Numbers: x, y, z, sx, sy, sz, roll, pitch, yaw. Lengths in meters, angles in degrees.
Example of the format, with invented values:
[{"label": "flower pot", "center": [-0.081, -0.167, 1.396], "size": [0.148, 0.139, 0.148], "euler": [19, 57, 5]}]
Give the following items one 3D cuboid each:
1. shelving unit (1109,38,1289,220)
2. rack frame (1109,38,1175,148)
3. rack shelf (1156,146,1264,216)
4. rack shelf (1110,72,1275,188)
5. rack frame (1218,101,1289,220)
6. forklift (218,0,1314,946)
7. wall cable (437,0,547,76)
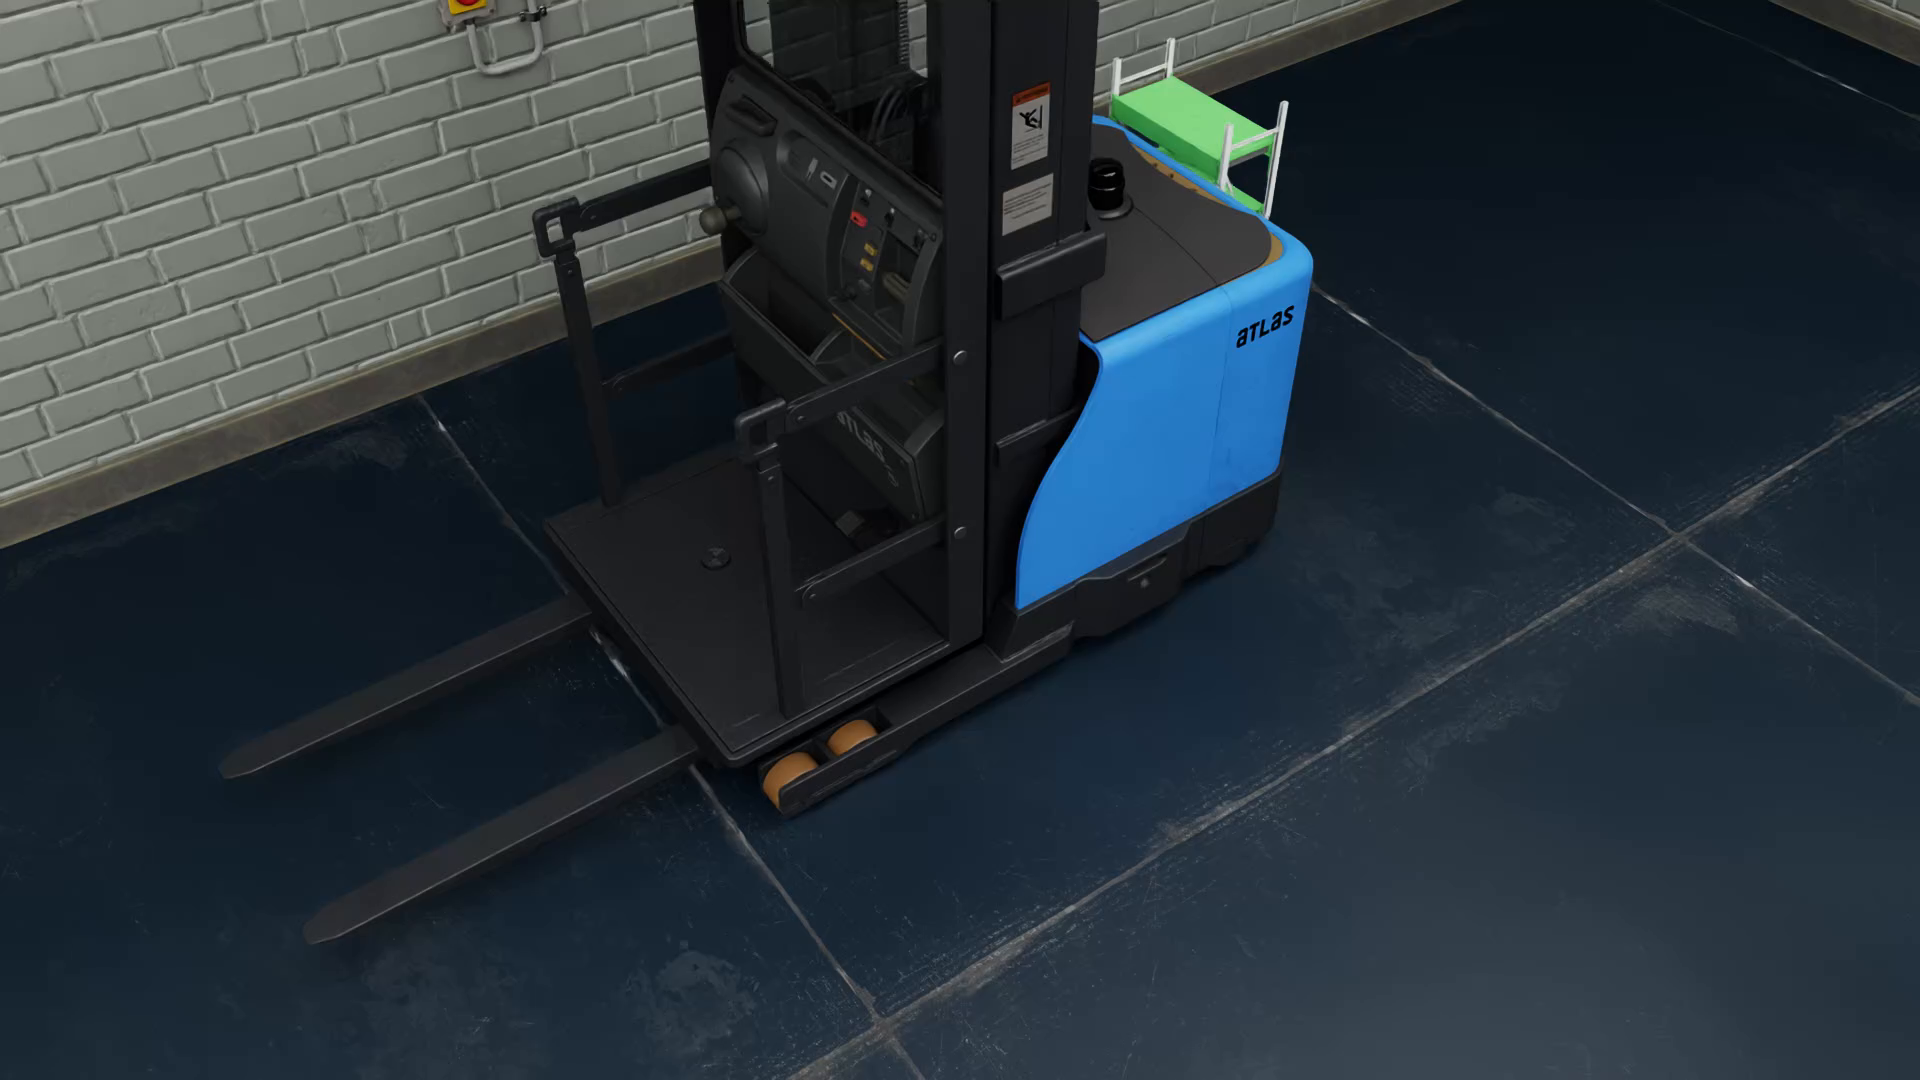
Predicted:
[{"label": "shelving unit", "center": [0.703, -0.928, 5.350], "size": [0.258, 1.200, 0.503], "euler": [-27, 50, -26]}, {"label": "rack frame", "center": [0.557, -1.063, 5.491], "size": [0.240, 1.200, 0.015], "euler": [-27, 50, -26]}, {"label": "rack shelf", "center": [0.706, -1.057, 5.230], "size": [0.258, 0.148, 0.480], "euler": [-27, 50, -26]}, {"label": "rack shelf", "center": [0.709, -1.232, 5.066], "size": [0.258, 0.148, 0.480], "euler": [-27, 50, -26]}, {"label": "rack frame", "center": [0.850, -0.793, 5.209], "size": [0.240, 1.200, 0.015], "euler": [-27, 50, -26]}, {"label": "forklift", "center": [-0.507, -0.742, 3.905], "size": [3.031, 2.935, 1.130], "euler": [-27, 50, -25]}, {"label": "wall cable", "center": [-1.521, -2.124, 4.545], "size": [0.585, 1.953, 0.123], "euler": [-26, 49, -24]}]
